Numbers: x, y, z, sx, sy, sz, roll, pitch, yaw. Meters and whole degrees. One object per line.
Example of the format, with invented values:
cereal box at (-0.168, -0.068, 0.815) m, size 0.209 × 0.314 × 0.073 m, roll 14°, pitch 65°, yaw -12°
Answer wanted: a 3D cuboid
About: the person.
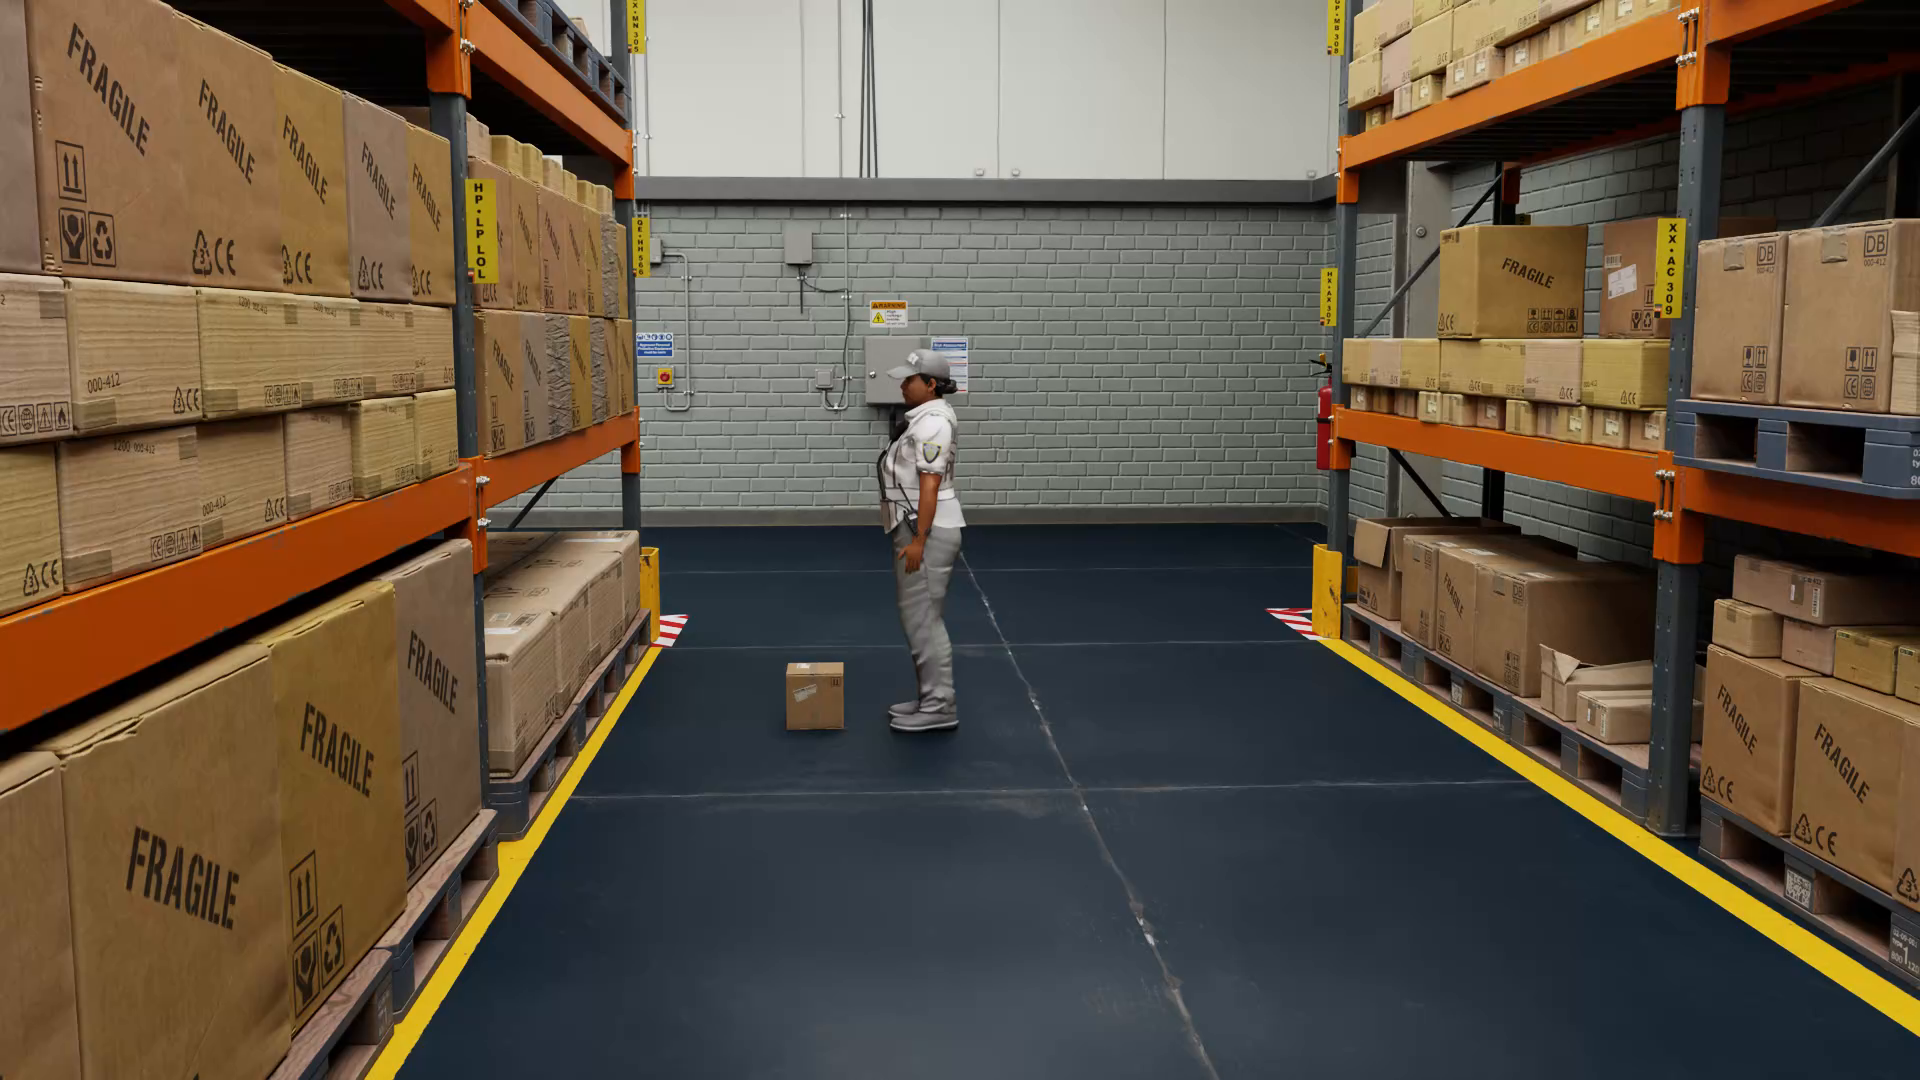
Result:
person at (-0.169, -0.005, 7.317) m, size 0.391 × 1.662 × 0.469 m, roll 0°, pitch 7°, yaw -2°
